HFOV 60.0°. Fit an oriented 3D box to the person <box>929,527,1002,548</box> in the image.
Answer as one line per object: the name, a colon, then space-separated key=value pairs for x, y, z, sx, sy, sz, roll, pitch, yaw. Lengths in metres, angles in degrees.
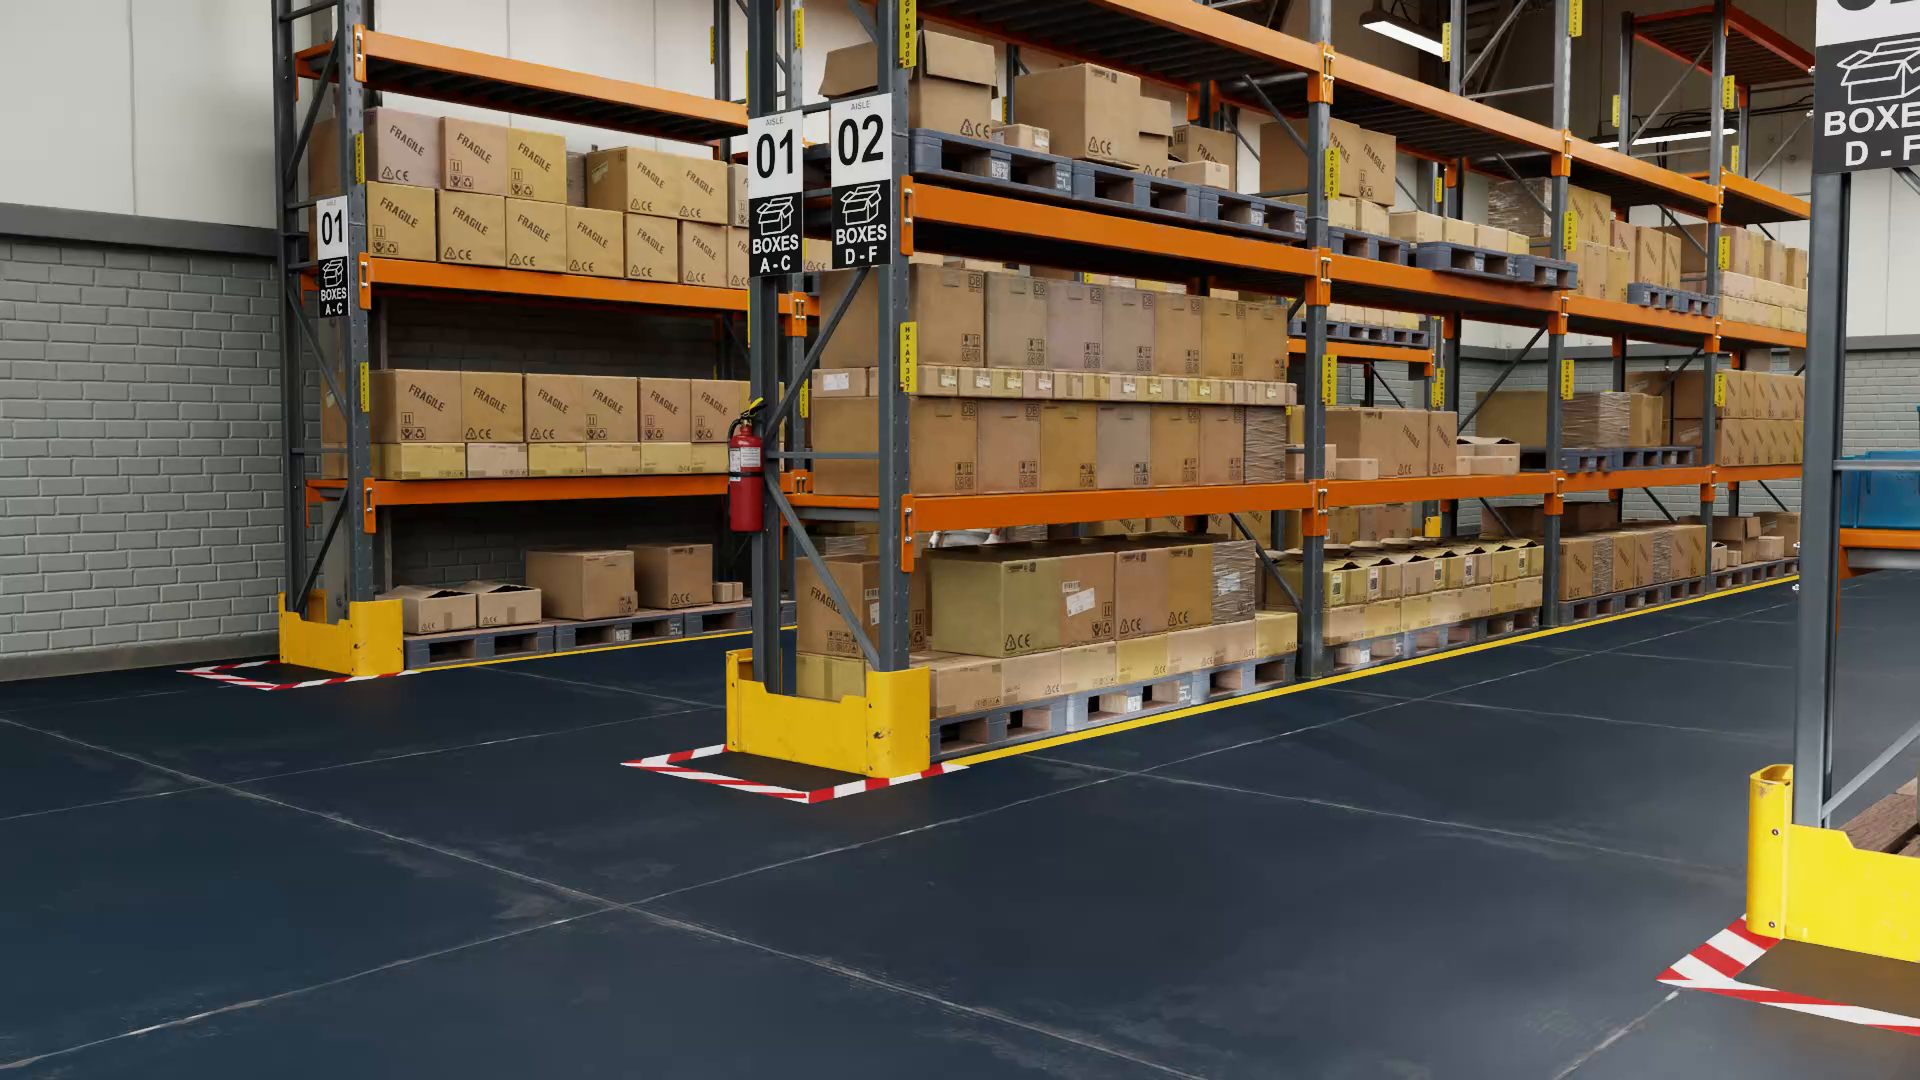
person: x=0.041 y=0.007 z=11.425 sx=0.609 sy=1.779 sz=0.449 roll=3 pitch=5 yaw=41
